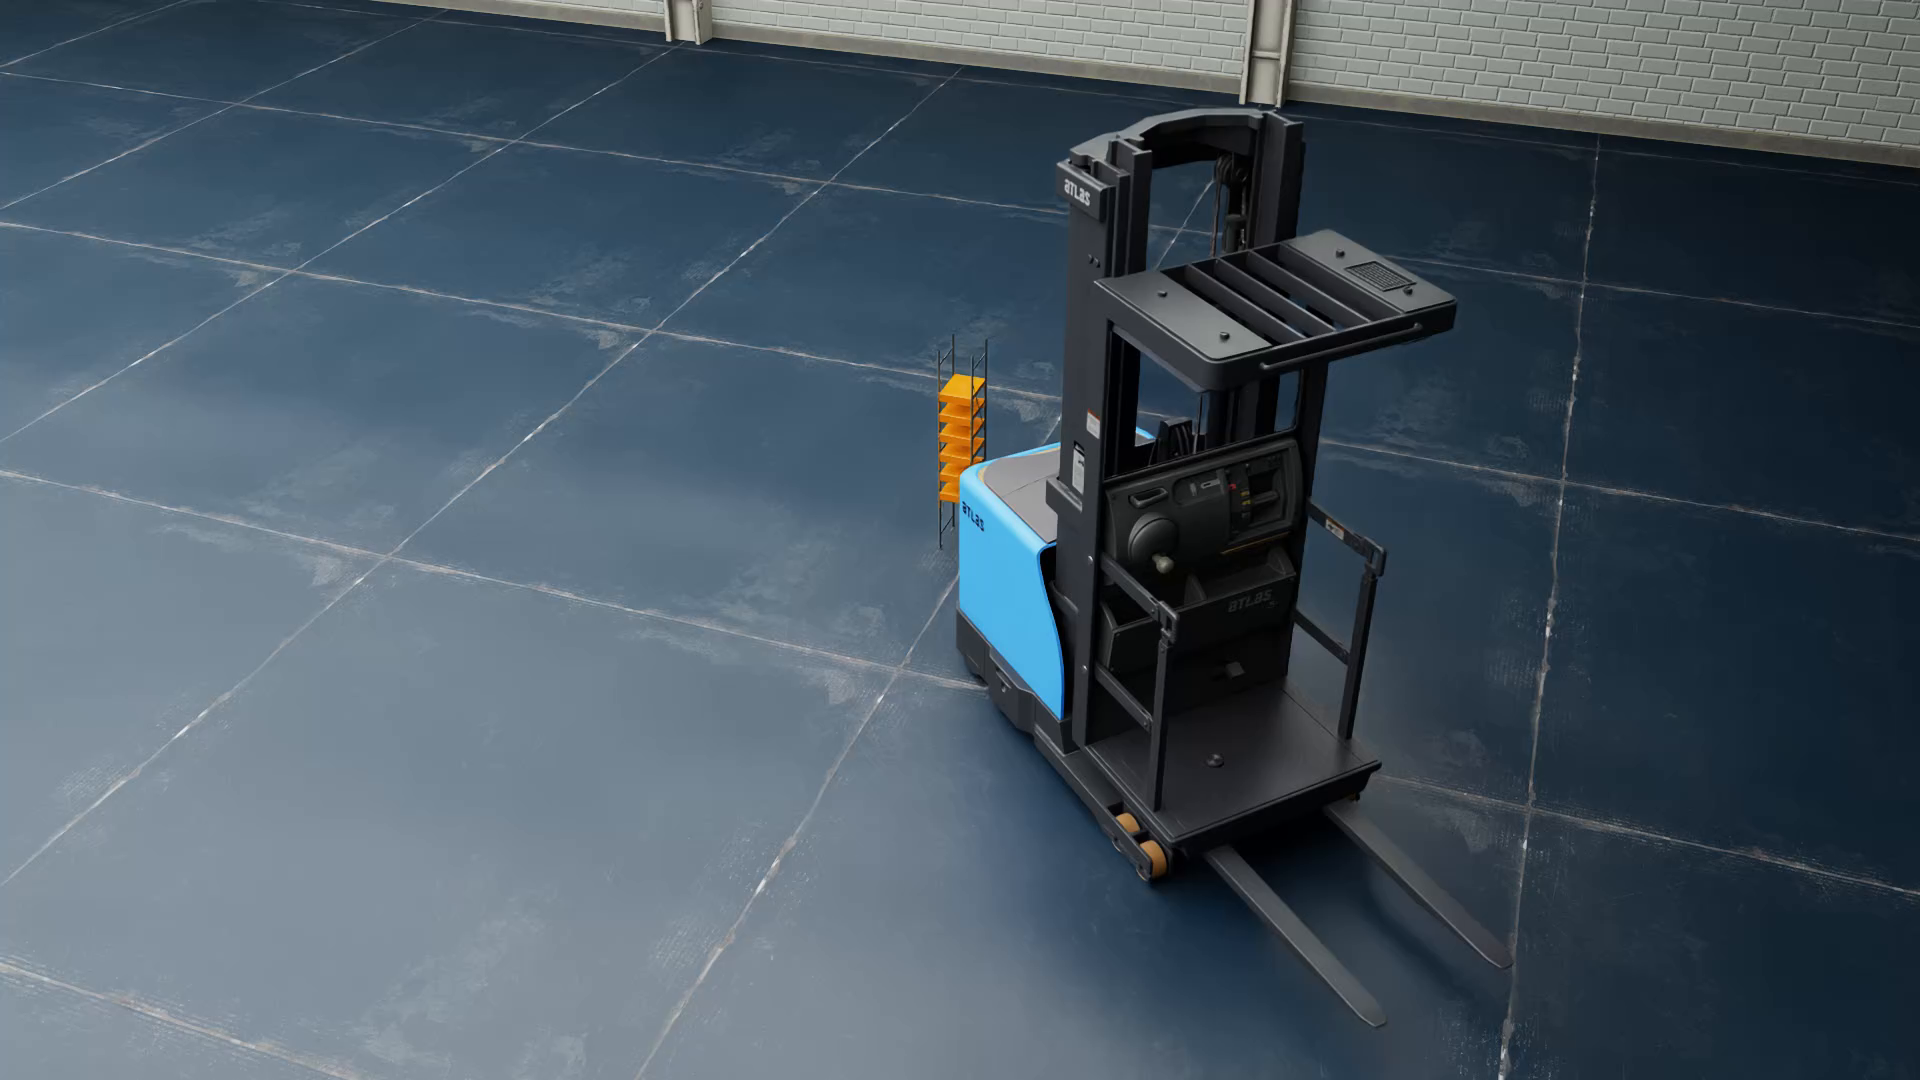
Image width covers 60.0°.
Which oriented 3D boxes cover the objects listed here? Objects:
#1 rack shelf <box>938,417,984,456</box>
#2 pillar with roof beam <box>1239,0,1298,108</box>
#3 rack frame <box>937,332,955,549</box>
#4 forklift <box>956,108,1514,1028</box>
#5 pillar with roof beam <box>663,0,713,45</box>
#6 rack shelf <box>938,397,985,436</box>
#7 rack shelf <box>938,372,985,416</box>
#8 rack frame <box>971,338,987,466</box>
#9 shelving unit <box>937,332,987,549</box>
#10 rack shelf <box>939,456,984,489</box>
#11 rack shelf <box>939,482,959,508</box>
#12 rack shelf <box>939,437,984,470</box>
[{"bbox_3d":[0.014,-0.565,8.848,0.180,0.103,0.258,11,34,16],"label":"rack shelf"},{"bbox_3d":[1.389,-5.699,9.749,0.400,9.000,9.100,11,34,16],"label":"pillar with roof beam"},{"bbox_3d":[-0.073,-0.518,8.914,0.006,1.200,0.240,11,34,16],"label":"rack frame"},{"bbox_3d":[1.110,-0.079,6.638,1.130,2.935,3.031,-16,36,-23],"label":"forklift"},{"bbox_3d":[-4.259,-6.797,11.450,0.400,9.000,9.100,11,34,16],"label":"pillar with roof beam"},{"bbox_3d":[0.014,-0.666,8.782,0.180,0.103,0.258,11,34,16],"label":"rack shelf"},{"bbox_3d":[0.014,-0.767,8.717,0.180,0.103,0.258,11,34,16],"label":"rack shelf"},{"bbox_3d":[0.100,-0.485,8.863,0.006,1.200,0.240,11,34,16],"label":"rack frame"},{"bbox_3d":[0.014,-0.501,8.888,0.189,1.200,0.258,11,34,16],"label":"shelving unit"},{"bbox_3d":[0.014,-0.363,8.978,0.180,0.103,0.258,11,34,16],"label":"rack shelf"},{"bbox_3d":[0.014,-0.262,9.043,0.180,0.103,0.258,11,34,16],"label":"rack shelf"},{"bbox_3d":[0.014,-0.464,8.913,0.180,0.103,0.258,11,34,16],"label":"rack shelf"}]
